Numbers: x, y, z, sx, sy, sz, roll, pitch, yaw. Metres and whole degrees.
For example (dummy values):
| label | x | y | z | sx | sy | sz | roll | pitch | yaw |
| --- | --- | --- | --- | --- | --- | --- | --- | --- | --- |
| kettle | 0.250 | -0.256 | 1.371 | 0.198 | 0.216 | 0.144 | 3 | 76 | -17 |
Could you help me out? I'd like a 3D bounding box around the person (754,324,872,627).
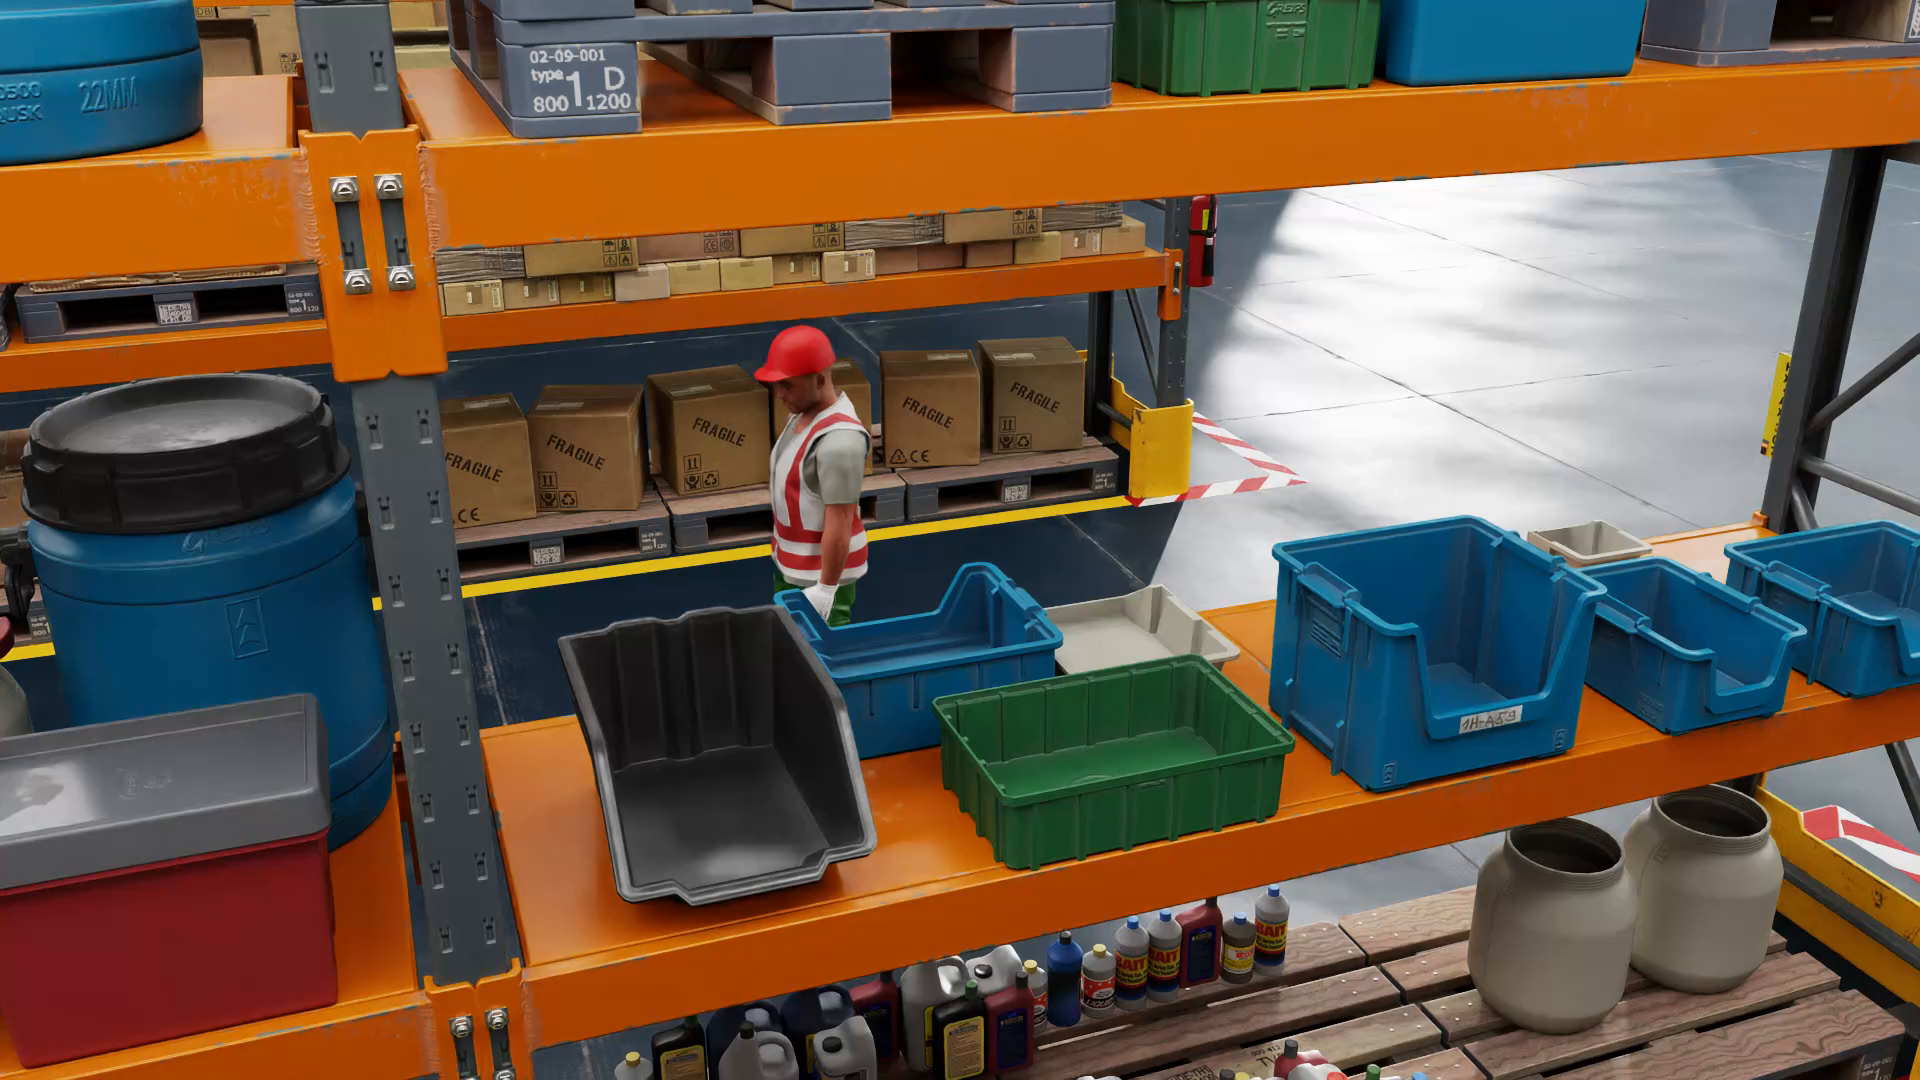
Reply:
| label | x | y | z | sx | sy | sz | roll | pitch | yaw |
| --- | --- | --- | --- | --- | --- | --- | --- | --- | --- |
| person | -0.505 | 0.116 | 5.795 | 0.364 | 1.775 | 0.529 | -8 | 24 | -18 |
